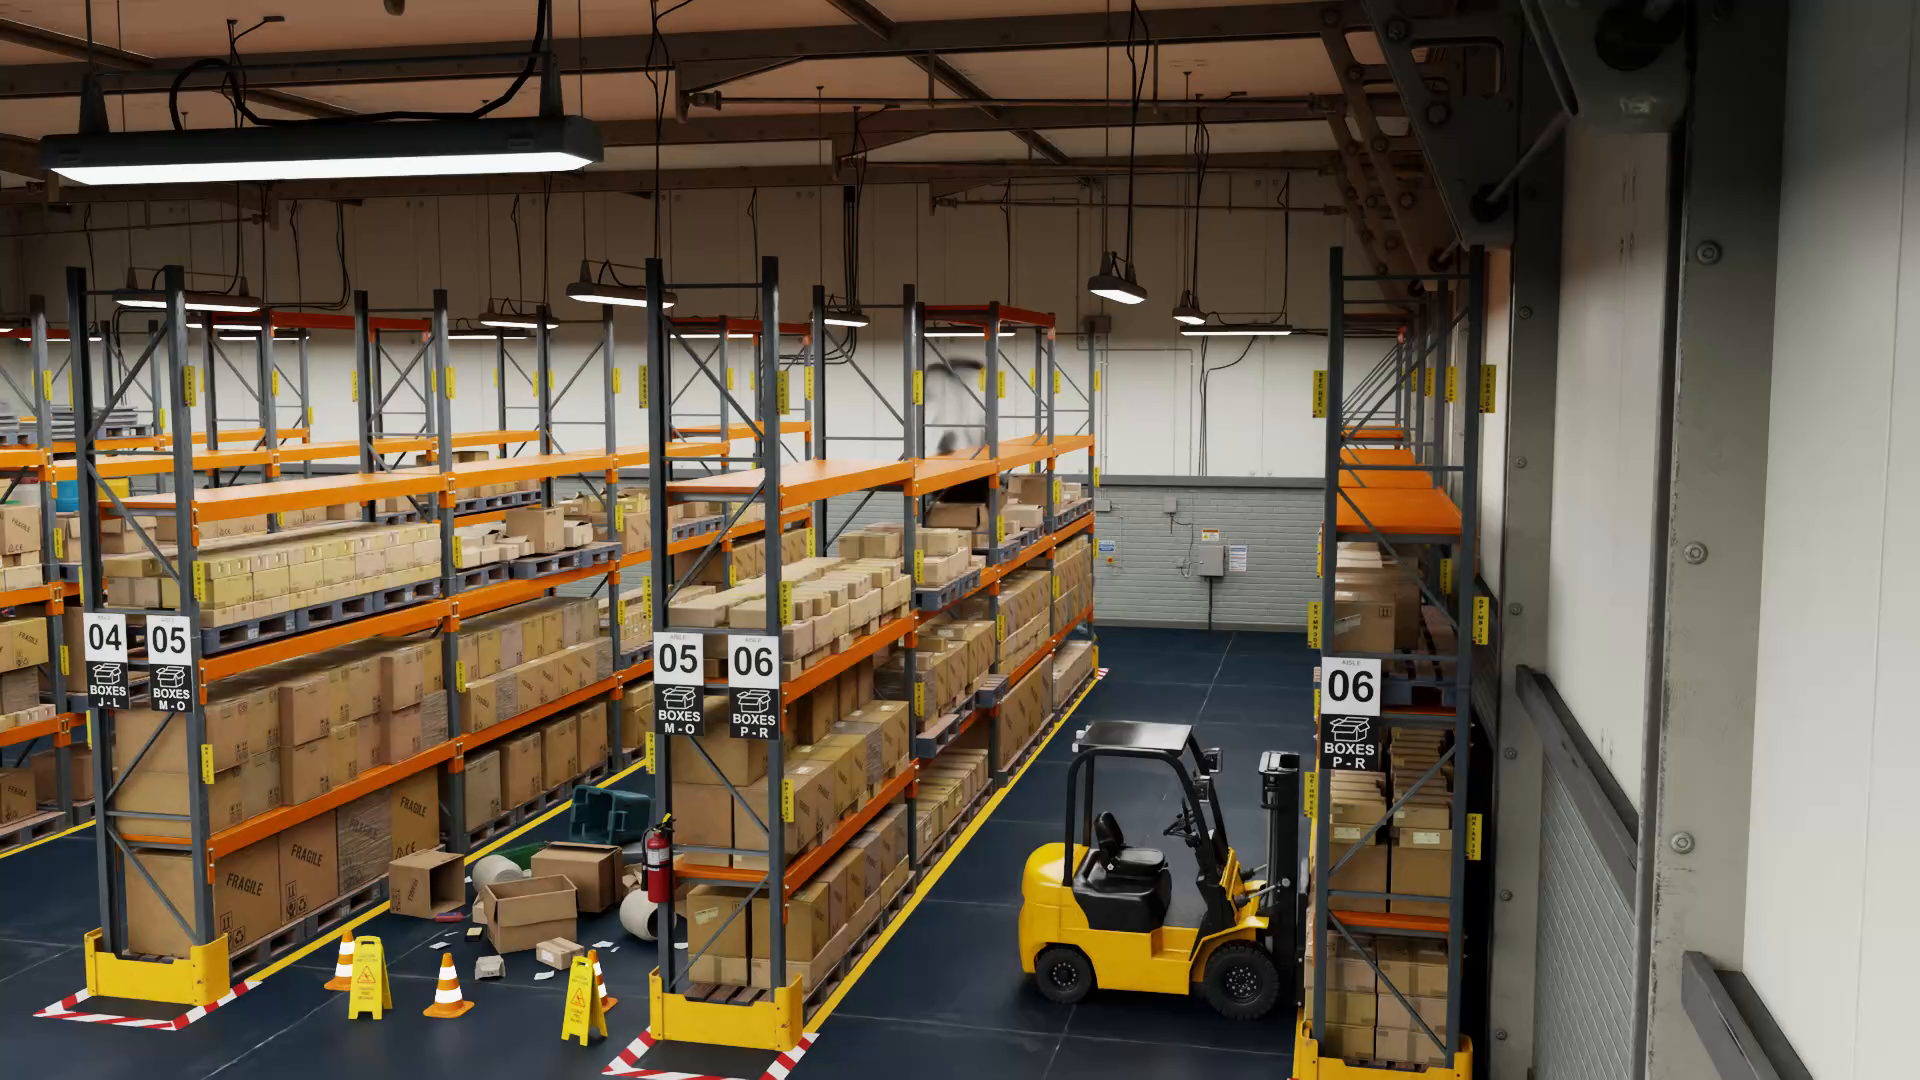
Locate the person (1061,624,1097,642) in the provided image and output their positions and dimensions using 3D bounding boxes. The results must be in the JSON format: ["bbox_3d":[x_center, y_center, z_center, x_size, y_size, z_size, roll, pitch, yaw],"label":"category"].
[{"bbox_3d":[2.044,1.187,30.643,0.955,1.737,0.730,-1,6,-5],"label":"person"}]
